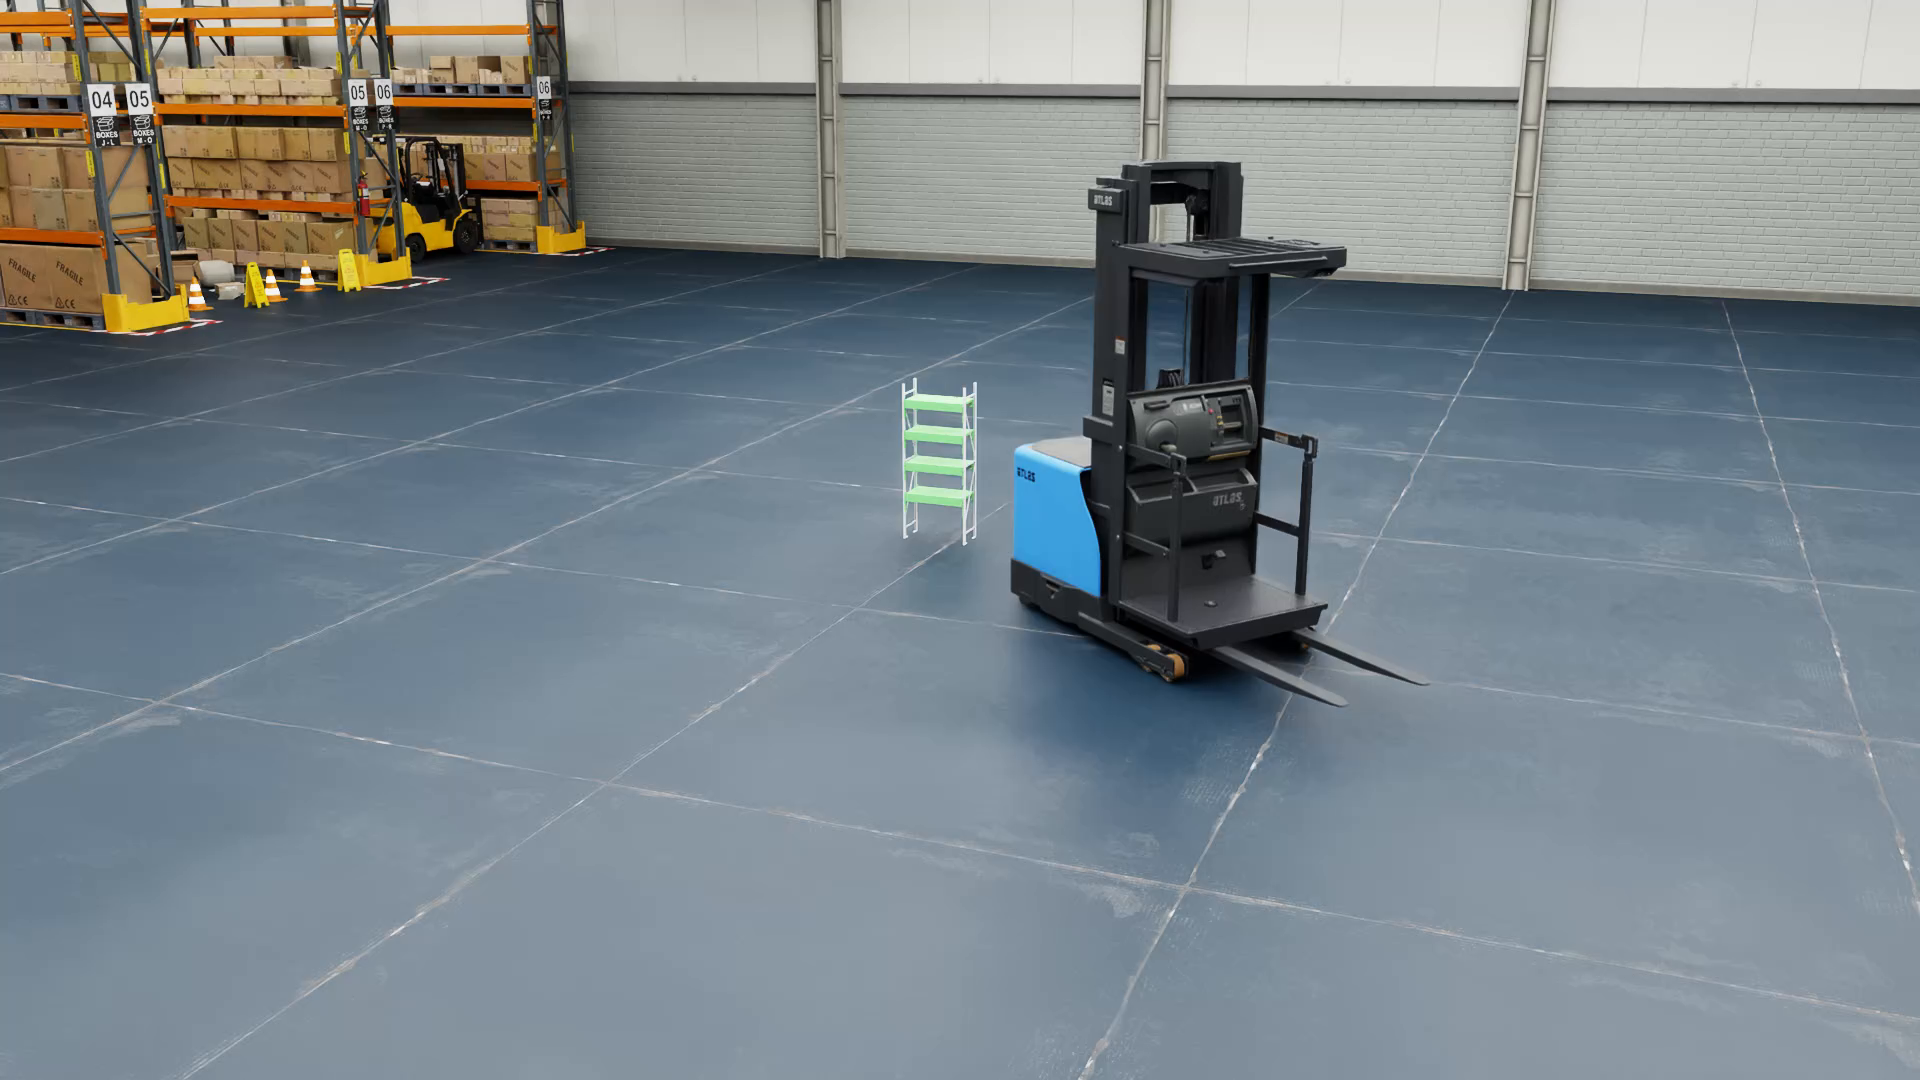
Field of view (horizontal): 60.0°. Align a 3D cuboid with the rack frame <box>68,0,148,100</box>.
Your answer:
[{"bbox_3d":[-11.144,-7.265,21.558,0.127,3.000,1.000,6,17,21],"label":"rack frame"}]

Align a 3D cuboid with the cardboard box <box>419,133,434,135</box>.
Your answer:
[{"bbox_3d":[-10.448,-7.863,32.502,0.250,0.149,0.380,6,17,20],"label":"cardboard box"}]

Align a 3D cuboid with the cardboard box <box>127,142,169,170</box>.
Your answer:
[{"bbox_3d":[-13.657,-6.467,28.105,0.500,0.500,0.500,6,17,20],"label":"cardboard box"}]

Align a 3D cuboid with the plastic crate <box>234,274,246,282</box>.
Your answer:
[{"bbox_3d":[-11.983,-4.312,27.383,0.583,0.080,0.402,0,16,1],"label":"plastic crate"}]

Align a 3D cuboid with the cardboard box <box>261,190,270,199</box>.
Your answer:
[{"bbox_3d":[-11.263,-5.702,27.384,0.250,0.149,0.380,6,17,21],"label":"cardboard box"}]

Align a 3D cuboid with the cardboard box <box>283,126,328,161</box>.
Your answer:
[{"bbox_3d":[-10.445,-6.398,26.827,0.500,0.500,0.700,6,17,21],"label":"cardboard box"}]

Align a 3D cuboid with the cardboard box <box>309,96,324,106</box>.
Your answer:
[{"bbox_3d":[-10.100,-6.979,26.403,0.250,0.149,0.380,6,17,21],"label":"cardboard box"}]

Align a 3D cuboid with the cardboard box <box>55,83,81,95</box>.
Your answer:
[{"bbox_3d":[-11.578,-5.900,21.753,0.250,0.149,0.380,6,17,21],"label":"cardboard box"}]

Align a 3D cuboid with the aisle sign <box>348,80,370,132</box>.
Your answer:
[{"bbox_3d":[-9.471,-6.845,26.208,0.004,0.787,0.394,6,17,21],"label":"aisle sign"}]

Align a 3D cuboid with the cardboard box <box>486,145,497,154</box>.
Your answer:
[{"bbox_3d":[-8.723,-7.377,31.362,0.250,0.149,0.380,6,17,20],"label":"cardboard box"}]

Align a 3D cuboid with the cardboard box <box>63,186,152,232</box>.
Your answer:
[{"bbox_3d":[-11.506,-4.482,22.463,0.550,0.550,0.875,6,17,21],"label":"cardboard box"}]

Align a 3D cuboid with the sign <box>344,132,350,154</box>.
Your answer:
[{"bbox_3d":[-9.644,-6.244,26.158,0.005,0.325,0.100,6,17,21],"label":"sign"}]

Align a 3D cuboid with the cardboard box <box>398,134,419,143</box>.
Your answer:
[{"bbox_3d":[-10.621,-7.741,32.081,0.250,0.149,0.380,6,17,20],"label":"cardboard box"}]

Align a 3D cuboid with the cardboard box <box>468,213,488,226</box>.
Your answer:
[{"bbox_3d":[-9.122,-6.157,31.784,0.500,0.250,0.500,6,17,19],"label":"cardboard box"}]

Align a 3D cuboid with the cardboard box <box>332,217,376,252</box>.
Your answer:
[{"bbox_3d":[-10.093,-5.076,27.611,0.500,0.500,0.500,6,17,19],"label":"cardboard box"}]

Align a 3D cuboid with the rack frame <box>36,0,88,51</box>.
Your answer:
[{"bbox_3d":[-18.767,-11.074,34.680,0.127,3.000,1.000,6,17,21],"label":"rack frame"}]

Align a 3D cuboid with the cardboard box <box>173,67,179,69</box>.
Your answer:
[{"bbox_3d":[-15.680,-9.500,33.656,0.250,0.149,0.380,6,17,19],"label":"cardboard box"}]

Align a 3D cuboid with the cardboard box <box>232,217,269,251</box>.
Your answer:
[{"bbox_3d":[-11.709,-5.093,27.670,0.500,0.500,0.500,7,18,24],"label":"cardboard box"}]

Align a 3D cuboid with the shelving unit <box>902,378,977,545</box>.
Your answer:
[{"bbox_3d":[-0.154,-0.593,12.565,0.503,1.200,0.258,6,17,21],"label":"shelving unit"}]

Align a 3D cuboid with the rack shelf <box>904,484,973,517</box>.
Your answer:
[{"bbox_3d":[-0.154,-0.301,12.649,0.480,0.148,0.258,6,17,21],"label":"rack shelf"}]

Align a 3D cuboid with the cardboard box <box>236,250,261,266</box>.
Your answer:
[{"bbox_3d":[-11.698,-4.733,27.774,0.500,0.250,0.500,6,17,20],"label":"cardboard box"}]

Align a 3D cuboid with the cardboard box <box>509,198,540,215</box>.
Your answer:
[{"bbox_3d":[-8.147,-6.293,31.357,0.500,0.250,0.500,7,18,22],"label":"cardboard box"}]

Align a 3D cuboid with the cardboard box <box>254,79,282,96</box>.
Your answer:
[{"bbox_3d":[-10.949,-7.275,26.710,0.500,0.250,0.500,7,18,22],"label":"cardboard box"}]

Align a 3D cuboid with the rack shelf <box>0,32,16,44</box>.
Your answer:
[{"bbox_3d":[-18.724,-9.044,29.695,4.000,0.370,1.077,6,17,21],"label":"rack shelf"}]

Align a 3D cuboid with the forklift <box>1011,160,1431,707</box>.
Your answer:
[{"bbox_3d":[1.532,-0.719,9.894,1.130,2.935,3.031,-10,19,-30],"label":"forklift"}]

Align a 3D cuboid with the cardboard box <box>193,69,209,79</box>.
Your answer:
[{"bbox_3d":[-12.240,-7.591,27.081,0.250,0.149,0.380,6,17,20],"label":"cardboard box"}]

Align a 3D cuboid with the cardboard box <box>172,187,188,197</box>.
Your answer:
[{"bbox_3d":[-12.968,-5.851,27.899,0.250,0.149,0.380,6,17,20],"label":"cardboard box"}]

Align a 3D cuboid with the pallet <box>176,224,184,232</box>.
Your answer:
[{"bbox_3d":[-15.727,-6.531,34.792,1.213,0.211,1.003,6,17,21],"label":"pallet"}]

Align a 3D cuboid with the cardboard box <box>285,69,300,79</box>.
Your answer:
[{"bbox_3d":[-10.532,-7.436,26.547,0.250,0.149,0.380,6,17,21],"label":"cardboard box"}]

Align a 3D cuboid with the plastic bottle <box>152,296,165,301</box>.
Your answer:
[{"bbox_3d":[-12.167,-3.643,25.113,0.283,0.061,0.133,0,16,1],"label":"plastic bottle"}]

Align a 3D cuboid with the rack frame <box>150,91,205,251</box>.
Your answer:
[{"bbox_3d":[-13.143,-6.087,28.261,0.127,3.000,1.000,6,17,21],"label":"rack frame"}]

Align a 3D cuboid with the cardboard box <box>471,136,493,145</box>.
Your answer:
[{"bbox_3d":[-8.996,-7.530,31.354,0.250,0.149,0.380,7,18,22],"label":"cardboard box"}]

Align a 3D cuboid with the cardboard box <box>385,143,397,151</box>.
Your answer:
[{"bbox_3d":[-10.884,-7.608,32.155,0.250,0.149,0.380,7,17,22],"label":"cardboard box"}]

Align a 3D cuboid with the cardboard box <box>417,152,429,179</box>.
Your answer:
[{"bbox_3d":[-10.046,-7.209,31.947,0.500,0.500,0.500,6,17,20],"label":"cardboard box"}]

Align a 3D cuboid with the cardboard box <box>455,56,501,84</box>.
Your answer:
[{"bbox_3d":[-9.021,-8.817,31.171,0.500,0.500,0.700,6,17,21],"label":"cardboard box"}]

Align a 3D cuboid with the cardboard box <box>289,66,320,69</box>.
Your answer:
[{"bbox_3d":[-12.802,-9.112,32.527,0.500,0.311,0.500,6,17,19],"label":"cardboard box"}]

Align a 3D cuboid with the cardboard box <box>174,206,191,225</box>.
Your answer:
[{"bbox_3d":[-15.980,-6.827,34.539,0.500,0.500,0.500,6,17,20],"label":"cardboard box"}]

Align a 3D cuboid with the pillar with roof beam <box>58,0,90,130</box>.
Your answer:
[{"bbox_3d":[-20.664,-10.263,31.884,0.400,9.000,9.100,6,17,21],"label":"pillar with roof beam"}]

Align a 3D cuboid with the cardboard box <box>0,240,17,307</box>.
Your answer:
[{"bbox_3d":[-13.466,-3.801,23.443,0.875,0.875,0.875,6,17,21],"label":"cardboard box"}]

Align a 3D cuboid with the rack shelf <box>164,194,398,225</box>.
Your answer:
[{"bbox_3d":[-11.282,-5.537,27.657,4.000,0.370,1.077,6,17,21],"label":"rack shelf"}]

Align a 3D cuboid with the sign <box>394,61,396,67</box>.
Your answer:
[{"bbox_3d":[-11.123,-9.246,32.692,0.005,0.325,0.100,6,17,21],"label":"sign"}]

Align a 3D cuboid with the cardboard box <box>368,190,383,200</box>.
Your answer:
[{"bbox_3d":[-9.662,-5.646,27.192,0.250,0.149,0.380,6,17,21],"label":"cardboard box"}]

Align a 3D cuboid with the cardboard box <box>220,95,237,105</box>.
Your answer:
[{"bbox_3d":[-11.776,-7.157,27.017,0.250,0.149,0.380,6,17,20],"label":"cardboard box"}]

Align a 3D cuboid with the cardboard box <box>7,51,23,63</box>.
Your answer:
[{"bbox_3d":[-12.294,-6.361,21.912,0.250,0.149,0.380,7,17,22],"label":"cardboard box"}]

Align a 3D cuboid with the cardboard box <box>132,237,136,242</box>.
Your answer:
[{"bbox_3d":[-14.302,-5.153,29.002,0.625,0.372,0.950,7,18,24],"label":"cardboard box"}]

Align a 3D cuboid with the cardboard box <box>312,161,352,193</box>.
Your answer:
[{"bbox_3d":[-10.028,-5.853,26.742,0.500,0.500,0.500,6,17,20],"label":"cardboard box"}]

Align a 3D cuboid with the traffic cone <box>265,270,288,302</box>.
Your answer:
[{"bbox_3d":[-10.386,-3.846,25.093,0.334,0.463,0.336,6,17,21],"label":"traffic cone"}]
